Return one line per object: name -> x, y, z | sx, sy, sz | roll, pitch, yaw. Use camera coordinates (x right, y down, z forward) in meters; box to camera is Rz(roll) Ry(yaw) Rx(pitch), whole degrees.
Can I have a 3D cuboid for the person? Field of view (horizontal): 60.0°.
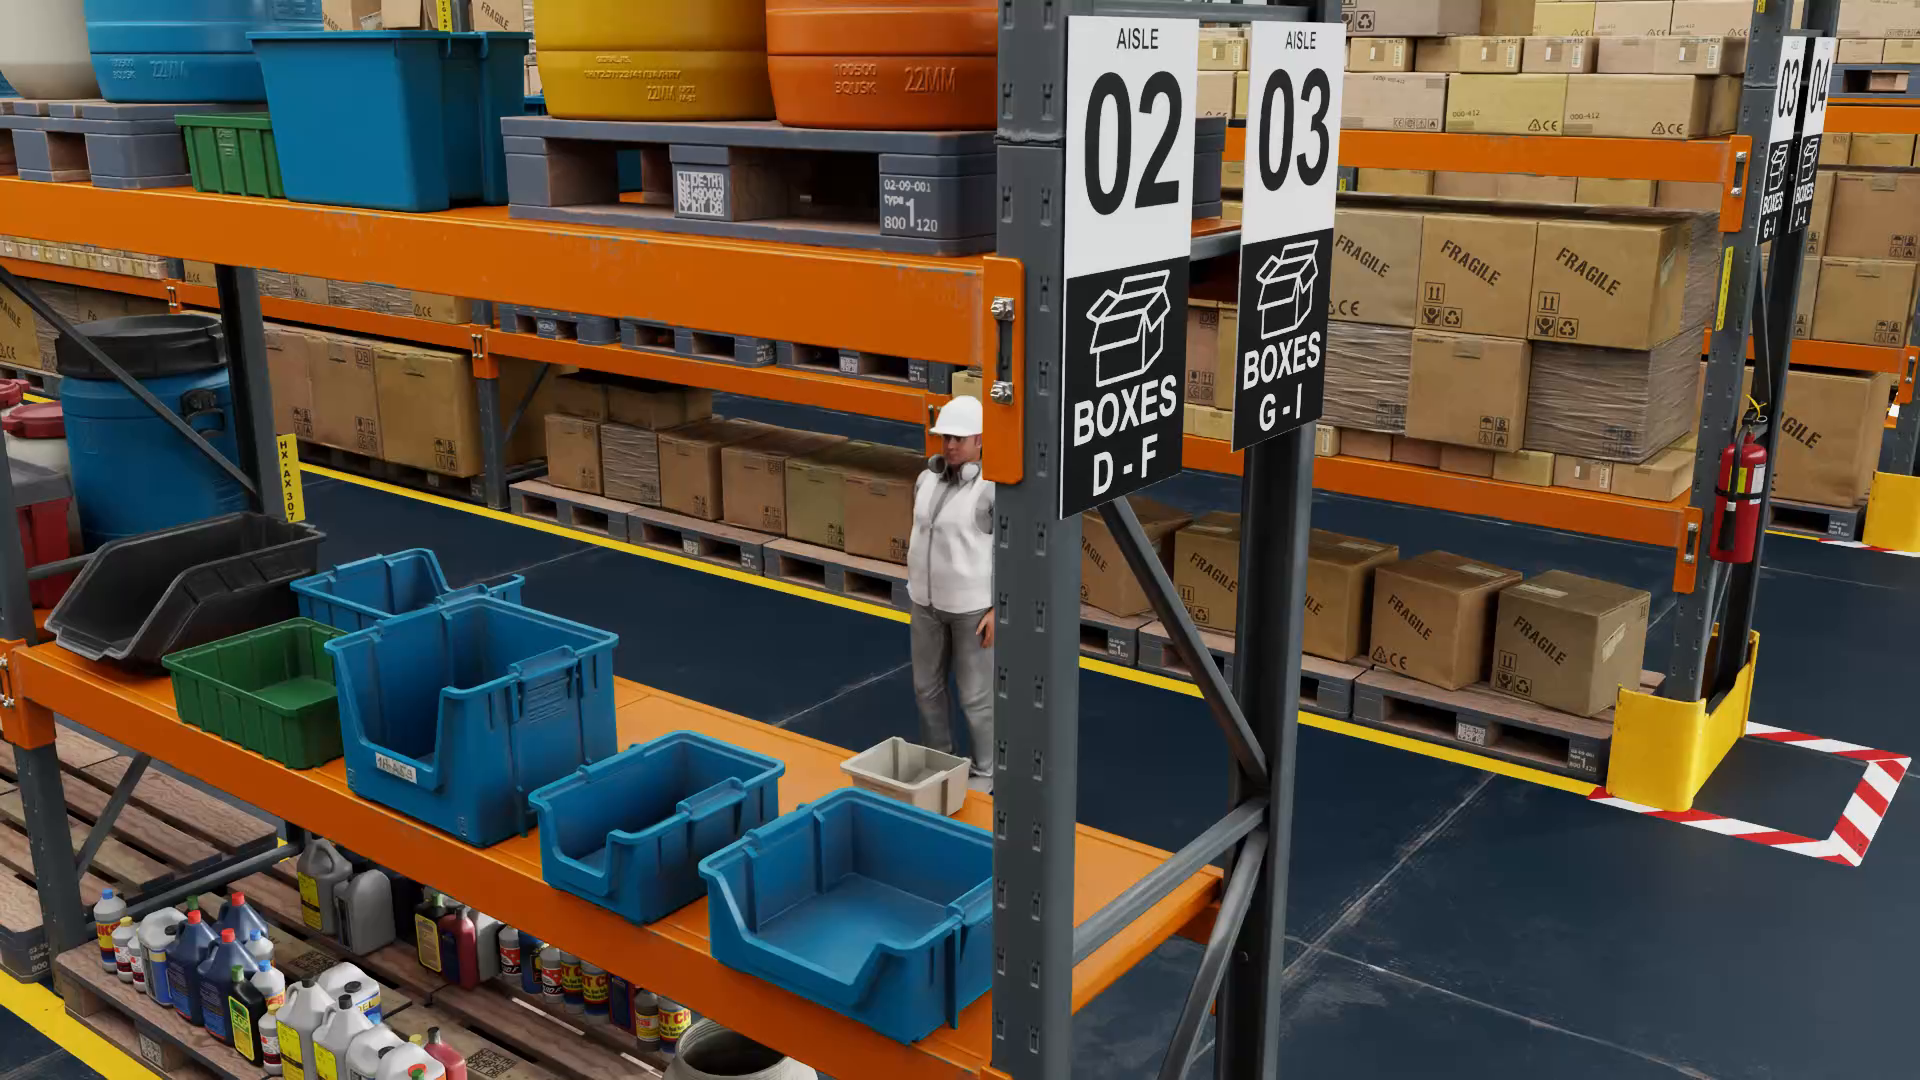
person -> -0.005, 0.258, 7.122 | 0.531, 1.767, 0.359 | 12, 21, 36
